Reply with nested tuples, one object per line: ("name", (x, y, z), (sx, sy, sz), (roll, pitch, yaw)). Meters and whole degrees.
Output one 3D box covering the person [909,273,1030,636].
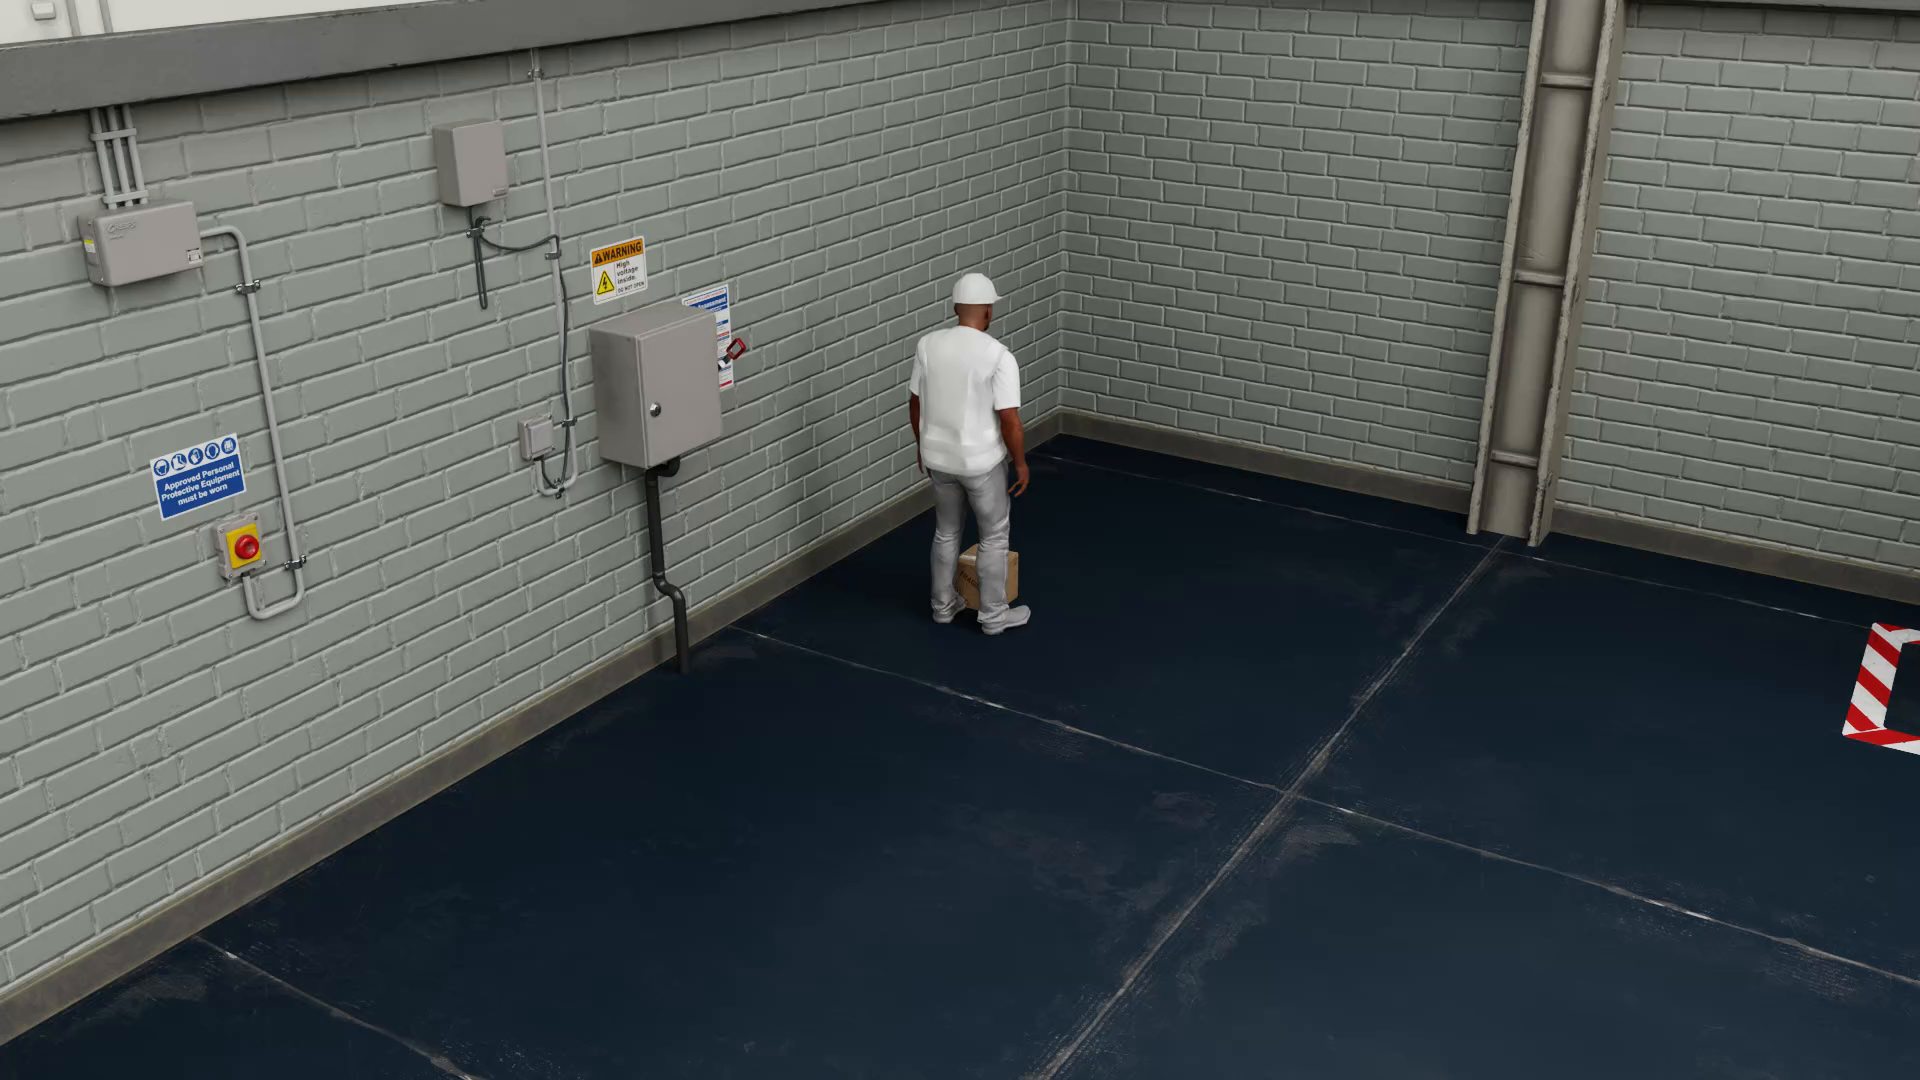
("person", (0.051, -0.411, 8.040), (0.627, 1.760, 0.459), (14, 27, 29))
